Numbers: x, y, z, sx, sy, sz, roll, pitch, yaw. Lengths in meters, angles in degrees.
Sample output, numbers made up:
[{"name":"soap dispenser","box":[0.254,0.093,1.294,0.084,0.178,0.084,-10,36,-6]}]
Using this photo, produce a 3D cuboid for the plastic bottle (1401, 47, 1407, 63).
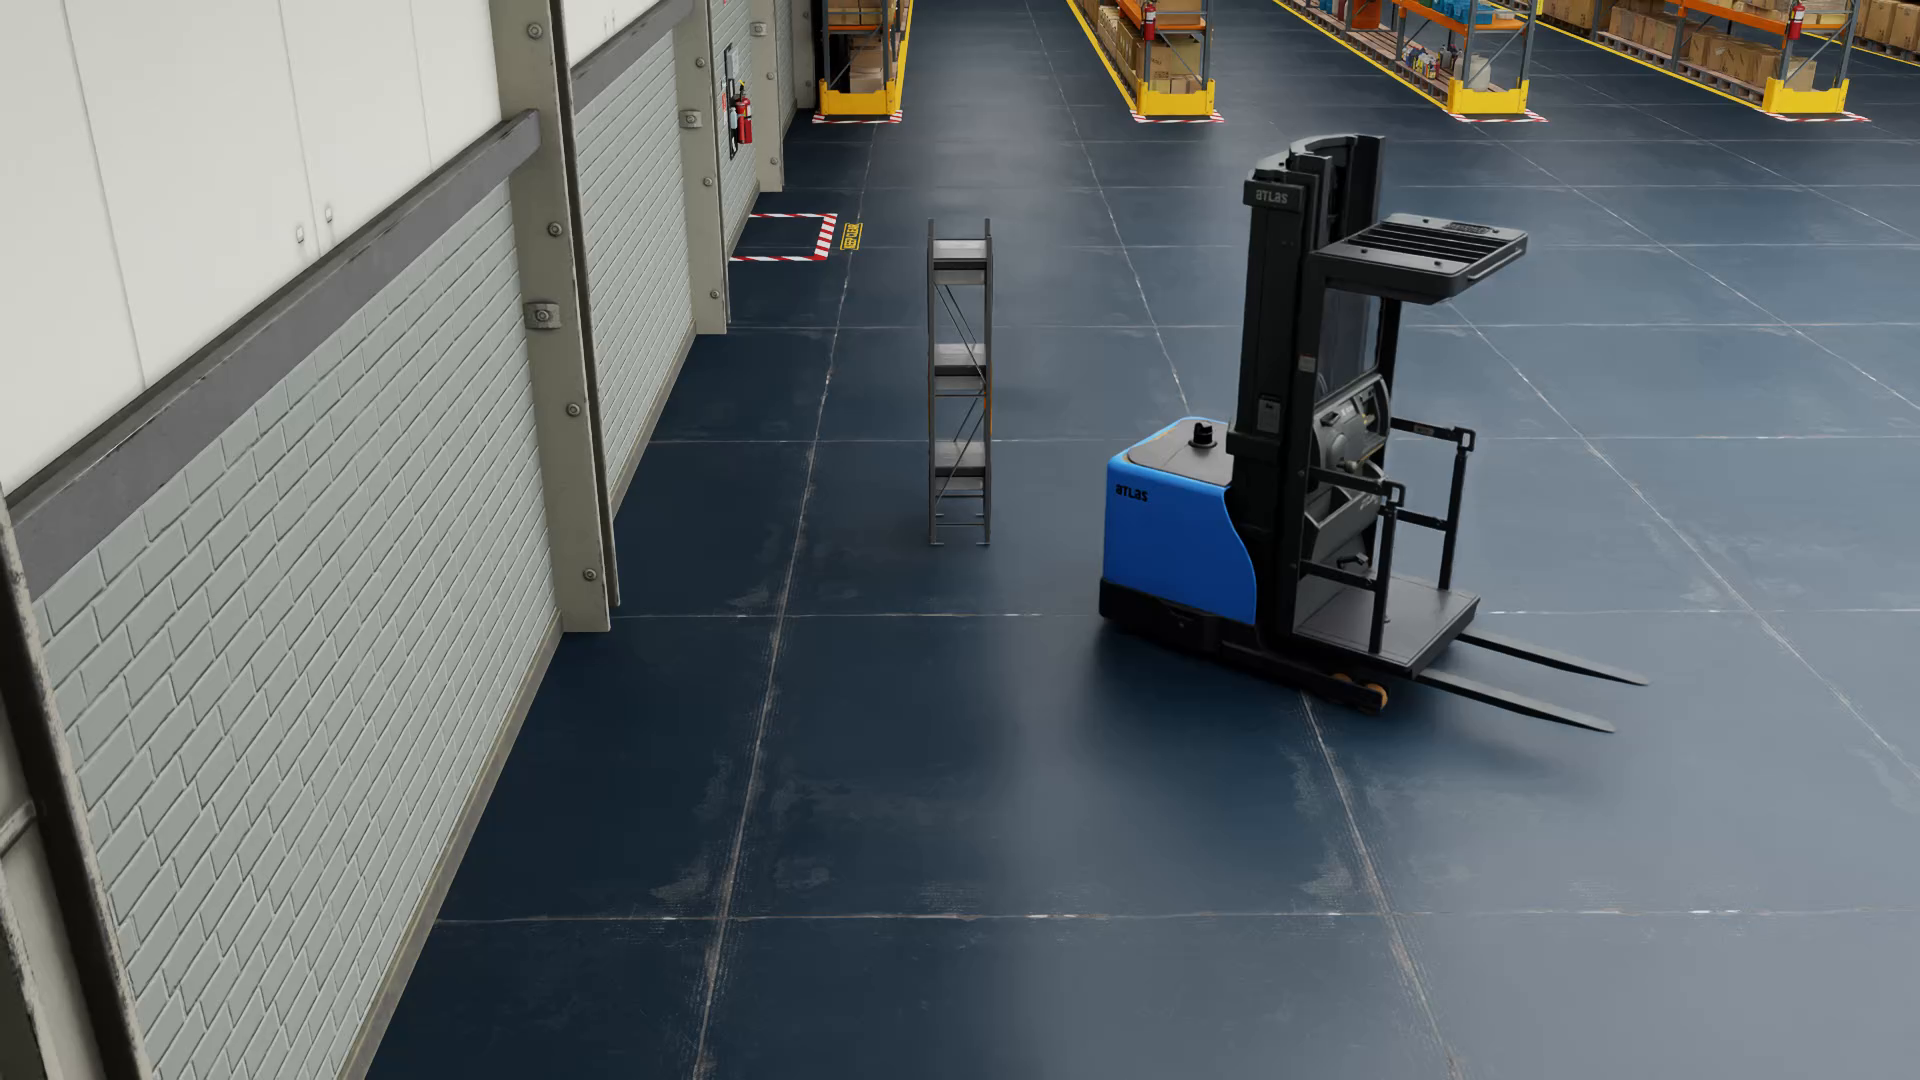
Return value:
[{"name":"plastic bottle","box":[7.829,-8.545,29.280,0.097,0.271,0.097,0,24,0]}]

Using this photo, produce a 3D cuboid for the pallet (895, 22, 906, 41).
[{"name":"pallet","box":[-1.619,-10.379,33.943,1.003,0.211,1.213,0,24,-1]}]

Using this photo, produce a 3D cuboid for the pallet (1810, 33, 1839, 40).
[{"name":"pallet","box":[18.127,-10.423,34.041,1.003,0.211,1.213,0,24,-1]}]

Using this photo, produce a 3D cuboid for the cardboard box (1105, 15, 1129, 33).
[{"name":"cardboard box","box":[3.003,-9.687,31.174,0.500,0.311,0.500,-1,24,-1]}]

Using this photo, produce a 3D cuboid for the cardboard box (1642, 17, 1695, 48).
[{"name":"cardboard box","box":[13.239,-9.485,31.081,0.700,0.500,0.500,-2,24,-5]}]

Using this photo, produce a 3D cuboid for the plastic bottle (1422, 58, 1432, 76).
[{"name":"plastic bottle","box":[7.873,-7.948,27.955,0.152,0.276,0.135,-1,24,-2]}]

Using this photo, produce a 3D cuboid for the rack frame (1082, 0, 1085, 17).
[{"name":"rack frame","box":[3.224,-12.997,36.346,1.000,3.000,0.127,0,24,-1]}]

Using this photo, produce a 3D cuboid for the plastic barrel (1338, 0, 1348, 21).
[{"name":"plastic barrel","box":[8.186,-11.129,34.632,0.600,0.588,0.708,0,24,-1]}]

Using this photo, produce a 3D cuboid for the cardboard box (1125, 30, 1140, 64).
[{"name":"cardboard box","box":[3.022,-8.170,27.591,0.500,0.500,0.500,0,24,-1]}]

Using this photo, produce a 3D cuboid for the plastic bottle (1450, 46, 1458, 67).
[{"name":"plastic bottle","box":[8.562,-8.371,28.800,0.144,0.351,0.185,-1,24,-3]}]

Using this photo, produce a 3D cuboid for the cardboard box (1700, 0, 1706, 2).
[{"name":"cardboard box","box":[12.939,-9.333,28.550,0.380,0.149,0.250,0,24,-1]}]

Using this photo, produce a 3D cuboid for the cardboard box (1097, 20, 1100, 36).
[{"name":"cardboard box","box":[2.980,-10.070,32.702,0.500,0.250,0.500,0,24,-1]}]

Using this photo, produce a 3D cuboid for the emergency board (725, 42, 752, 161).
[{"name":"emergency board","box":[-2.417,-4.822,18.271,0.194,1.169,0.643,0,24,-1]}]

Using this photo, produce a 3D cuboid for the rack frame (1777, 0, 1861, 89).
[{"name":"rack frame","box":[13.261,-8.095,25.508,1.000,3.000,0.127,0,24,-1]}]

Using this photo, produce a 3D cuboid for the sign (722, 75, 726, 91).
[{"name":"sign","box":[-2.505,-4.853,17.654,0.001,0.109,0.331,0,24,-1]}]

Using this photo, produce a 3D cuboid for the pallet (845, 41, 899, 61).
[{"name":"pallet","box":[-1.668,-9.231,31.403,1.003,0.211,1.213,0,24,-1]}]

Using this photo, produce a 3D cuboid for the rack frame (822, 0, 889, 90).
[{"name":"rack frame","box":[-1.599,-8.028,25.360,1.000,3.000,0.127,0,24,-1]}]

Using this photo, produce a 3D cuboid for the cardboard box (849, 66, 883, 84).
[{"name":"cardboard box","box":[-1.522,-7.524,26.974,0.500,0.311,0.500,2,24,4]}]

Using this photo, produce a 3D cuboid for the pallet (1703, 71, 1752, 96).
[{"name":"pallet","box":[13.276,-7.692,28.001,1.003,0.211,1.213,0,24,-1]}]

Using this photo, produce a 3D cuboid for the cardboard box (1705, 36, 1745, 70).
[{"name":"cardboard box","box":[13.195,-8.394,28.694,0.500,0.500,0.500,8,25,16]}]

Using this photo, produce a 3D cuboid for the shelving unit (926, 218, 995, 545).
[{"name":"shelving unit","box":[-0.002,-1.025,10.968,0.431,2.100,0.503,0,24,-1]}]

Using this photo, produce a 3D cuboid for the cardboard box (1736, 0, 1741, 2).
[{"name":"cardboard box","box":[13.201,-9.120,27.293,0.875,0.500,0.500,0,24,-1]}]

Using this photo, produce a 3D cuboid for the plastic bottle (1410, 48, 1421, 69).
[{"name":"plastic bottle","box":[7.860,-8.302,28.647,0.144,0.351,0.185,-1,24,-3]}]

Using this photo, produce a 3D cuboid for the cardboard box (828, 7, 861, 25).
[{"name":"cardboard box","box":[-1.797,-8.161,25.811,0.500,0.250,0.500,0,24,0]}]

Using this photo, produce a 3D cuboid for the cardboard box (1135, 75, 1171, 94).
[{"name":"cardboard box","box":[3.054,-7.210,26.379,0.500,0.250,0.500,0,24,-1]}]

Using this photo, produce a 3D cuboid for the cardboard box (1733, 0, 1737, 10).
[{"name":"cardboard box","box":[12.996,-8.818,27.411,0.380,0.149,0.250,0,24,-1]}]

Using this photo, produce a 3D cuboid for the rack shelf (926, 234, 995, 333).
[{"name":"rack shelf","box":[-0.002,-1.650,10.685,0.431,0.518,0.480,0,24,-1]}]

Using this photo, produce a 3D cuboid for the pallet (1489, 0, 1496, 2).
[{"name":"pallet","box":[13.173,-13.088,39.932,1.003,0.211,1.213,0,24,-1]}]

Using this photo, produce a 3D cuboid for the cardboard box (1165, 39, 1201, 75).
[{"name":"cardboard box","box":[3.564,-7.760,26.685,0.500,0.500,0.500,0,24,-1]}]

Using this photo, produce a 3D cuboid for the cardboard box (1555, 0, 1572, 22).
[{"name":"cardboard box","box":[13.185,-11.266,34.589,1.225,0.875,0.875,0,24,0]}]

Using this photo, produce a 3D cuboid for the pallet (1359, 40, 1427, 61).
[{"name":"pallet","box":[8.201,-9.278,31.507,1.003,0.211,1.213,0,24,-1]}]

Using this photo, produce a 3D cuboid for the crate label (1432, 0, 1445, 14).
[{"name":"crate label","box":[8.017,-8.846,27.126,0.502,0.435,0.616,0,24,-1]}]

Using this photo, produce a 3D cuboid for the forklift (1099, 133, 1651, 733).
[{"name":"forklift","box":[2.331,-0.626,9.078,3.031,2.935,1.130,17,29,33]}]

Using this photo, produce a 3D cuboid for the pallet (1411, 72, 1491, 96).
[{"name":"pallet","box":[8.246,-7.669,27.951,1.003,0.211,1.213,0,24,-1]}]

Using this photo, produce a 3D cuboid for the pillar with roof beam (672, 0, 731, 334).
[{"name":"pillar with roof beam","box":[1.965,-6.121,13.863,9.100,9.000,0.400,0,24,-1]}]

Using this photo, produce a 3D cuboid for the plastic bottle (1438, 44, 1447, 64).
[{"name":"plastic bottle","box":[8.415,-8.450,28.973,0.144,0.351,0.185,0,24,-1]}]

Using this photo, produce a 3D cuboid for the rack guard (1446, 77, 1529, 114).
[{"name":"rack guard","box":[8.260,-6.965,26.043,1.175,0.500,0.348,0,24,-1]}]

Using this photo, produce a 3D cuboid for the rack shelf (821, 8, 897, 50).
[{"name":"rack shelf","box":[-1.620,-8.524,27.331,1.077,0.370,4.000,0,24,-1]}]

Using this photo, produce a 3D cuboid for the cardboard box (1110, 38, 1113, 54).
[{"name":"cardboard box","box":[3.013,-9.017,30.373,0.500,0.250,0.500,-1,24,-1]}]

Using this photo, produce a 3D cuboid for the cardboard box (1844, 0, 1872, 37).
[{"name":"cardboard box","box":[18.051,-10.287,32.575,1.050,0.750,0.750,-1,24,-1]}]

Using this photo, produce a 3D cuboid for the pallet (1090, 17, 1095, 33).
[{"name":"pallet","box":[3.287,-10.887,35.066,1.003,0.211,1.213,0,24,-1]}]

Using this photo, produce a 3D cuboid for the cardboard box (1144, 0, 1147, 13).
[{"name":"cardboard box","box":[3.352,-8.711,26.749,0.700,0.500,0.500,0,24,0]}]

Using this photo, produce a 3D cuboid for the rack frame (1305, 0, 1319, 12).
[{"name":"rack frame","box":[8.177,-13.017,36.392,1.000,3.000,0.127,0,24,-1]}]

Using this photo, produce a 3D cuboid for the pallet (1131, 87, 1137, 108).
[{"name":"pallet","box":[3.305,-7.096,26.684,1.003,0.211,1.213,0,24,-1]}]

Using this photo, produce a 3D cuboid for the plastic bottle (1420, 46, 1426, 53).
[{"name":"plastic bottle","box":[8.002,-8.380,28.820,0.144,0.351,0.185,0,24,-1]}]

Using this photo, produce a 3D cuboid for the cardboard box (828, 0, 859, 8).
[{"name":"cardboard box","box":[-1.816,-8.504,25.660,0.500,0.500,0.500,-1,24,-1]}]

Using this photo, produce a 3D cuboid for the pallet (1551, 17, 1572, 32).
[{"name":"pallet","box":[13.230,-10.947,35.199,1.003,0.211,1.213,0,24,-1]}]

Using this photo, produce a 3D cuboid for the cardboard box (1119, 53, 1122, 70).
[{"name":"cardboard box","box":[3.013,-8.240,28.656,0.500,0.250,0.500,0,24,-1]}]

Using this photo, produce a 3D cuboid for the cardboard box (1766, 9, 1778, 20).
[{"name":"cardboard box","box":[12.995,-8.303,26.272,0.380,0.149,0.250,0,24,-1]}]
